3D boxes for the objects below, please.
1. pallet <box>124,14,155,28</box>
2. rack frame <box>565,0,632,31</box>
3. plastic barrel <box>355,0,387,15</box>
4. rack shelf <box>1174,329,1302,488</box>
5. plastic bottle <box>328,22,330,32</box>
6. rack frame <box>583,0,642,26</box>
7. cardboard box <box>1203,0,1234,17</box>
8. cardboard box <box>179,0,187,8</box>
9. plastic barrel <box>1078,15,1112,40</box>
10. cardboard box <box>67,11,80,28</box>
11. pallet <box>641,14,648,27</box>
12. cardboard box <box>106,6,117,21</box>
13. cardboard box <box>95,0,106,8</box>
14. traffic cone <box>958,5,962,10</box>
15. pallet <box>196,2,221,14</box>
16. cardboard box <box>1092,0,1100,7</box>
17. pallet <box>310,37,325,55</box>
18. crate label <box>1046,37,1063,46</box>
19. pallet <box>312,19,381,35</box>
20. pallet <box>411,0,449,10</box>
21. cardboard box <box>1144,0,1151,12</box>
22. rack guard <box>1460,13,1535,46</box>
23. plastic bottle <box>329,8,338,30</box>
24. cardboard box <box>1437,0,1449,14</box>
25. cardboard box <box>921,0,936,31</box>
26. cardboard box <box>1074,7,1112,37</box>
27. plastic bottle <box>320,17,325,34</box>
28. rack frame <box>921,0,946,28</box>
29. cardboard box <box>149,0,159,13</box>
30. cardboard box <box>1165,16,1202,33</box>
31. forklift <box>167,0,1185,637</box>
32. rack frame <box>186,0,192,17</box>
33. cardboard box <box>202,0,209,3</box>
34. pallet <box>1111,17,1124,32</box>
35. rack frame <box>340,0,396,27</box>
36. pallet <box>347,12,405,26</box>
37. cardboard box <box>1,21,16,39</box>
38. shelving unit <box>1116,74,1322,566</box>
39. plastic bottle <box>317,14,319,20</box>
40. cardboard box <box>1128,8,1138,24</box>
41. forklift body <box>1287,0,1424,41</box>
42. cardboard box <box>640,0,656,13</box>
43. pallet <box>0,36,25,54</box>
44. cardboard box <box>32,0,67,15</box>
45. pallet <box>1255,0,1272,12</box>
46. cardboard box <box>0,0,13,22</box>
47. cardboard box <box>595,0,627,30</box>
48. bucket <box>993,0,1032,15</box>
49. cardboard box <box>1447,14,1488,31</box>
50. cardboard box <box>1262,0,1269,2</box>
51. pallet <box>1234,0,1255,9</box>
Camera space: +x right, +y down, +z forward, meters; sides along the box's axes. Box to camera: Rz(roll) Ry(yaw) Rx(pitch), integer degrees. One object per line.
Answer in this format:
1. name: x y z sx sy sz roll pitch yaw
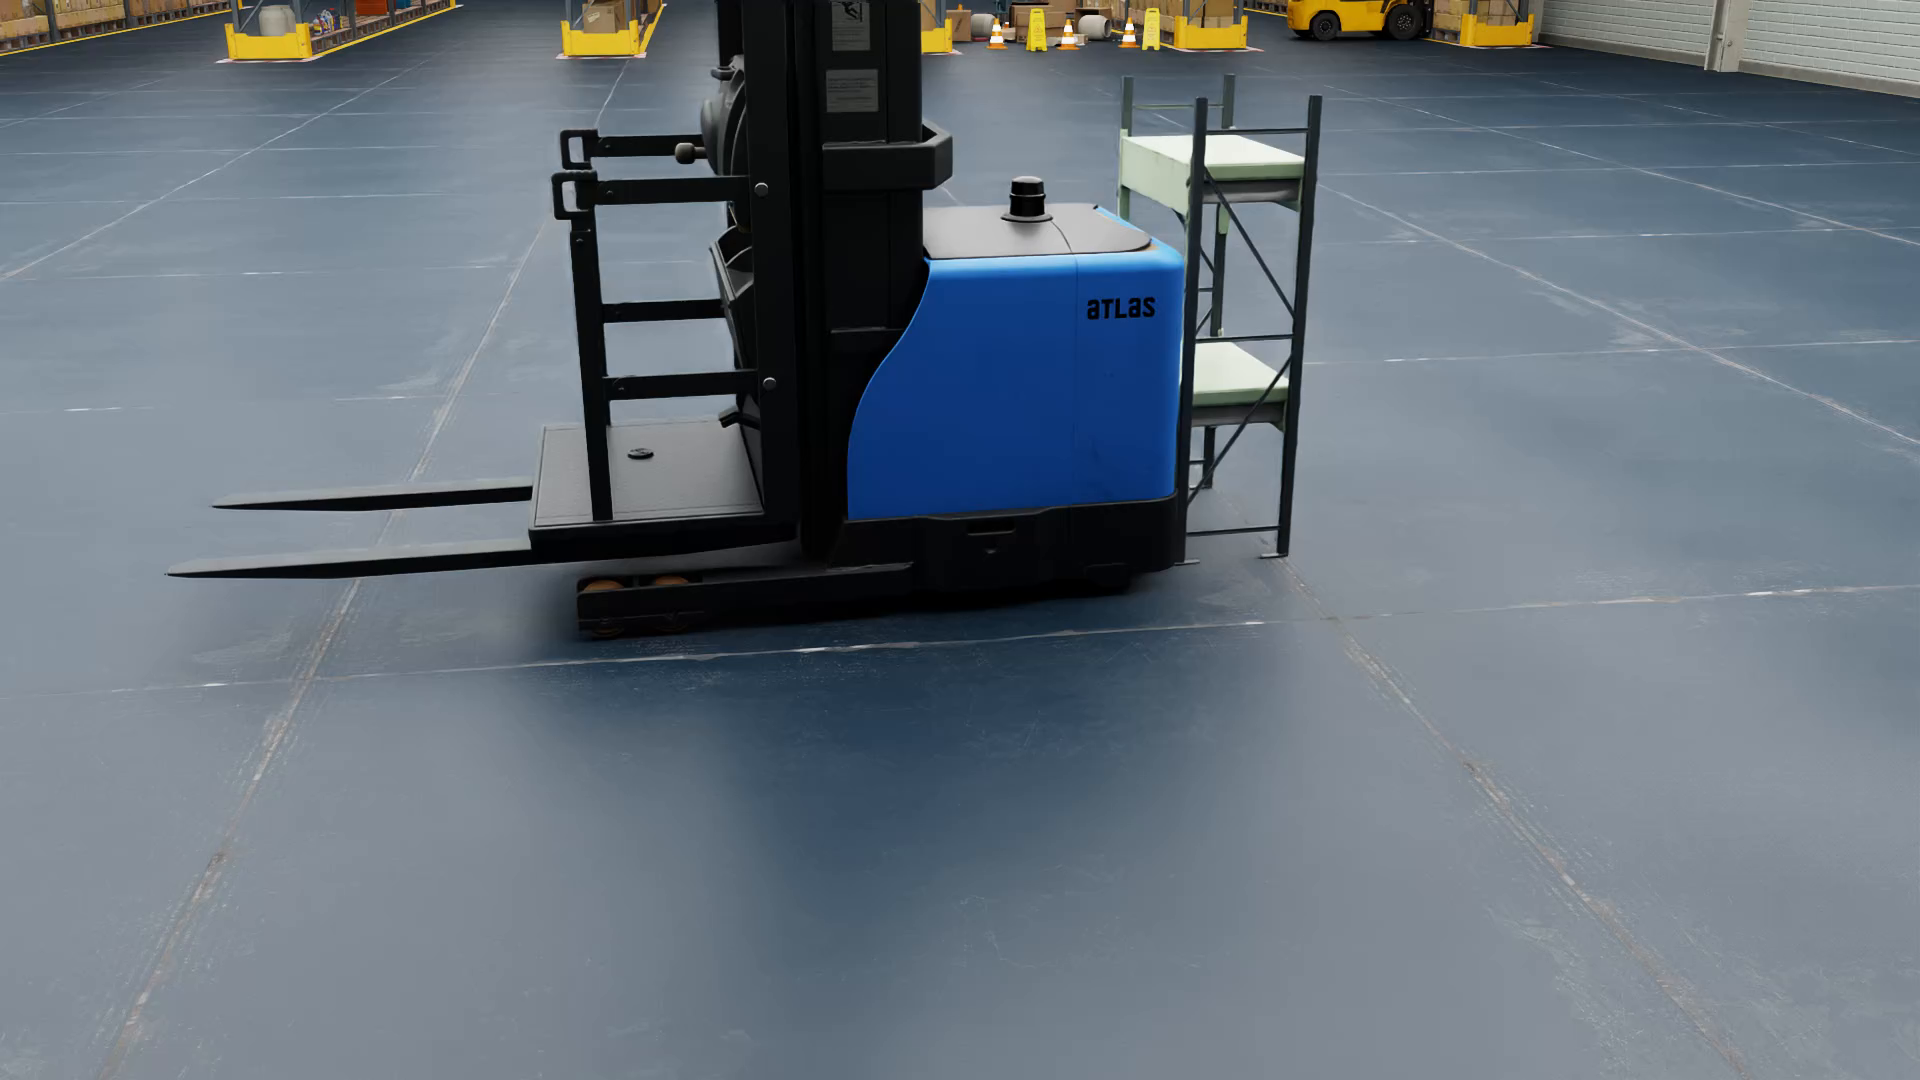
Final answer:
1. pallet: -16.671 -10.284 32.950 1.003 0.211 1.213 -3 21 -8
2. rack frame: -5.644 -9.059 25.683 1.000 3.000 0.127 -3 21 -8
3. plastic barrel: -11.786 -10.927 33.187 0.600 0.830 0.708 -3 21 -8
4. rack shelf: 0.825 -0.455 5.723 0.431 0.370 0.720 -4 21 -11
5. plastic bottle: -10.606 -8.606 27.842 0.097 0.201 0.097 0 20 0
6. rack frame: -6.221 -10.443 29.391 1.000 3.000 0.127 -3 21 -8
7. cardboard box: 4.315 -9.120 28.104 0.500 0.500 0.500 -4 21 -10
8. cardboard box: -16.823 -11.594 35.414 0.500 0.500 0.500 -3 21 -8
9. plastic barrel: 2.366 -8.990 29.182 0.512 0.421 0.421 12 24 30
10. cardboard box: -15.910 -9.183 29.345 0.500 0.250 0.500 -2 21 -6
11. pallet: -6.686 -10.251 32.862 1.003 0.211 1.213 -3 21 -8
12. cardboard box: -16.206 -9.891 31.240 0.500 0.250 0.500 -3 21 -8
13. cardboard box: -16.130 -9.978 30.672 0.500 0.311 0.500 -3 21 -8
14. traffic cone: 0.003 -10.011 31.858 0.336 0.463 0.334 -3 21 -8
15. pallet: -17.455 -12.070 37.731 1.003 0.211 1.213 -3 21 -8
16. cardboard box: 3.195 -10.843 33.615 0.950 0.372 0.625 -3 21 -9
17. pallet: -10.715 -7.808 26.320 1.003 0.211 1.213 -3 21 -8
18. crate label: 1.599 -8.397 28.001 0.250 0.136 0.298 -15 25 -35
19. pallet: -11.453 -9.581 31.066 1.003 0.211 1.213 -3 21 -8
20. pallet: -12.772 -12.755 39.564 1.003 0.211 1.213 -3 21 -8
21. cardboard box: 3.565 -9.621 29.446 0.500 0.500 0.500 -2 21 -5
22. rack guard: 9.077 -8.631 28.110 1.175 0.500 0.348 -3 21 -8
23. plastic bottle: -10.717 -8.884 28.372 0.144 0.351 0.185 -4 21 -10
24. cardboard box: 8.632 -9.280 28.890 0.500 0.250 0.500 -3 21 -8
25. cardboard box: -0.885 -8.707 27.177 0.875 0.875 0.875 -3 21 -7
26. cardboard box: 2.393 -9.334 29.989 0.500 0.500 0.500 12 24 29
27. plastic bottle: -10.548 -8.499 27.455 0.097 0.271 0.097 0 20 0
28. rack frame: -0.722 -9.274 26.259 1.000 3.000 0.127 -3 21 -8
29. cardboard box: -16.532 -10.892 33.536 0.500 0.500 0.500 -3 21 -8
30. cardboard box: 3.776 -8.742 28.164 0.500 0.250 0.500 -3 21 -8
31. forklift: -0.881 -1.285 4.968 3.031 2.935 1.130 -4 21 -11
32. rack frame: -17.178 -12.715 35.472 1.000 3.000 0.127 -3 21 -8
33. cardboard box: -17.454 -12.402 37.573 0.797 0.503 0.637 -3 21 -8
34. pallet: 3.472 -9.906 31.938 1.003 0.211 1.213 -3 21 -8
35. rack frame: -11.699 -11.579 32.430 1.000 3.000 0.127 -3 21 -8
36. pallet: -11.854 -10.543 33.643 1.003 0.211 1.213 -3 21 -8
37. cardboard box: -15.520 -8.185 26.674 0.500 0.250 0.500 -3 21 -8
38. shelving unit: 0.825 -0.761 5.609 0.431 1.500 0.755 -4 21 -11
39. plastic bottle: -10.756 -8.679 27.919 0.061 0.283 0.133 -3 21 -8
40. cardboard box: 3.403 -9.634 30.553 0.500 0.250 0.500 -4 21 -10
41. forklift body: 6.995 -9.977 29.355 2.313 2.155 1.214 -3 21 -8
42. cardboard box: -6.876 -11.270 34.040 1.225 0.875 0.875 -4 21 -10
43. pallet: -15.772 -7.938 26.668 1.003 0.211 1.213 -3 21 -8
44. cardboard box: -15.837 -9.272 28.783 0.500 0.311 0.500 -3 21 -8
45. pallet: 7.498 -12.379 38.558 1.003 0.211 1.213 -3 21 -8
46. cardboard box: -15.519 -8.537 26.543 0.500 0.500 0.500 -3 21 -8
47. cardboard box: -5.946 -8.920 28.283 0.500 0.500 0.500 -5 21 -13
48. bucket: 1.003 -9.906 30.459 0.726 0.611 0.620 4 11 11
49. cardboard box: 8.693 -8.865 28.495 0.500 0.250 0.500 -3 21 -7
50. cardboard box: 7.277 -12.628 38.212 0.500 0.500 0.500 -3 21 -8
51. pallet: 7.246 -12.896 39.943 1.003 0.211 1.213 -3 21 -8
